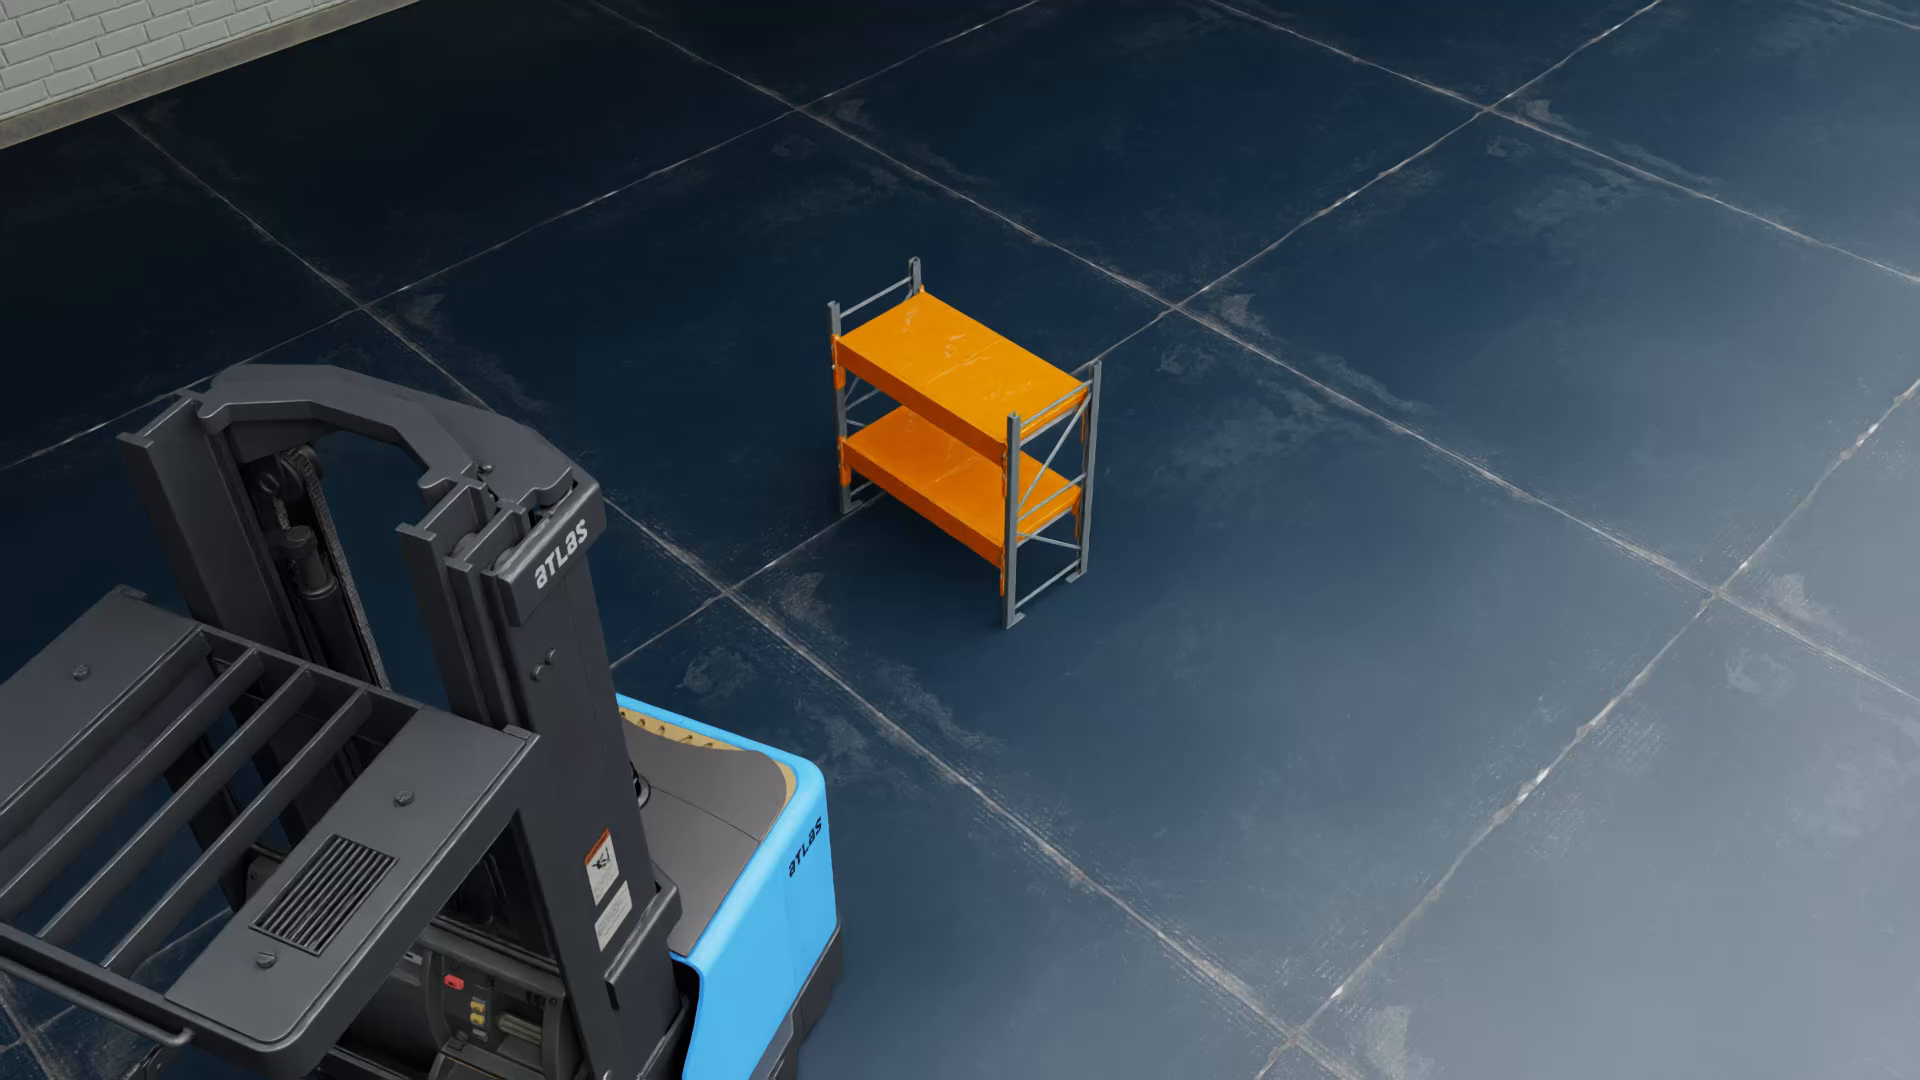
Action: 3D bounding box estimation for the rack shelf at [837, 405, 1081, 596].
[{"bbox_3d":[0.005,-0.230,7.148,0.538,0.278,1.000,-34,53,-31],"label":"rack shelf"}]

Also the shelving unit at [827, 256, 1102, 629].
[{"bbox_3d":[0.005,-0.410,6.982,0.538,1.125,1.048,-34,53,-31],"label":"shelving unit"}]

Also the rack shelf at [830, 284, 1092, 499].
[{"bbox_3d":[0.005,-0.625,6.783,0.538,0.278,1.000,-34,53,-31],"label":"rack shelf"}]

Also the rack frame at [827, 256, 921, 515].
[{"bbox_3d":[-0.354,-0.654,7.246,0.500,1.125,0.032,-34,53,-31],"label":"rack frame"}]

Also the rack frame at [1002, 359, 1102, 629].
[{"bbox_3d":[0.364,-0.166,6.718,0.500,1.125,0.032,-34,53,-31],"label":"rack frame"}]

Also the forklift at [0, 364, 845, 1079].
[{"bbox_3d":[-1.447,1.183,3.927,1.130,2.935,3.031,16,45,17],"label":"forklift"}]
